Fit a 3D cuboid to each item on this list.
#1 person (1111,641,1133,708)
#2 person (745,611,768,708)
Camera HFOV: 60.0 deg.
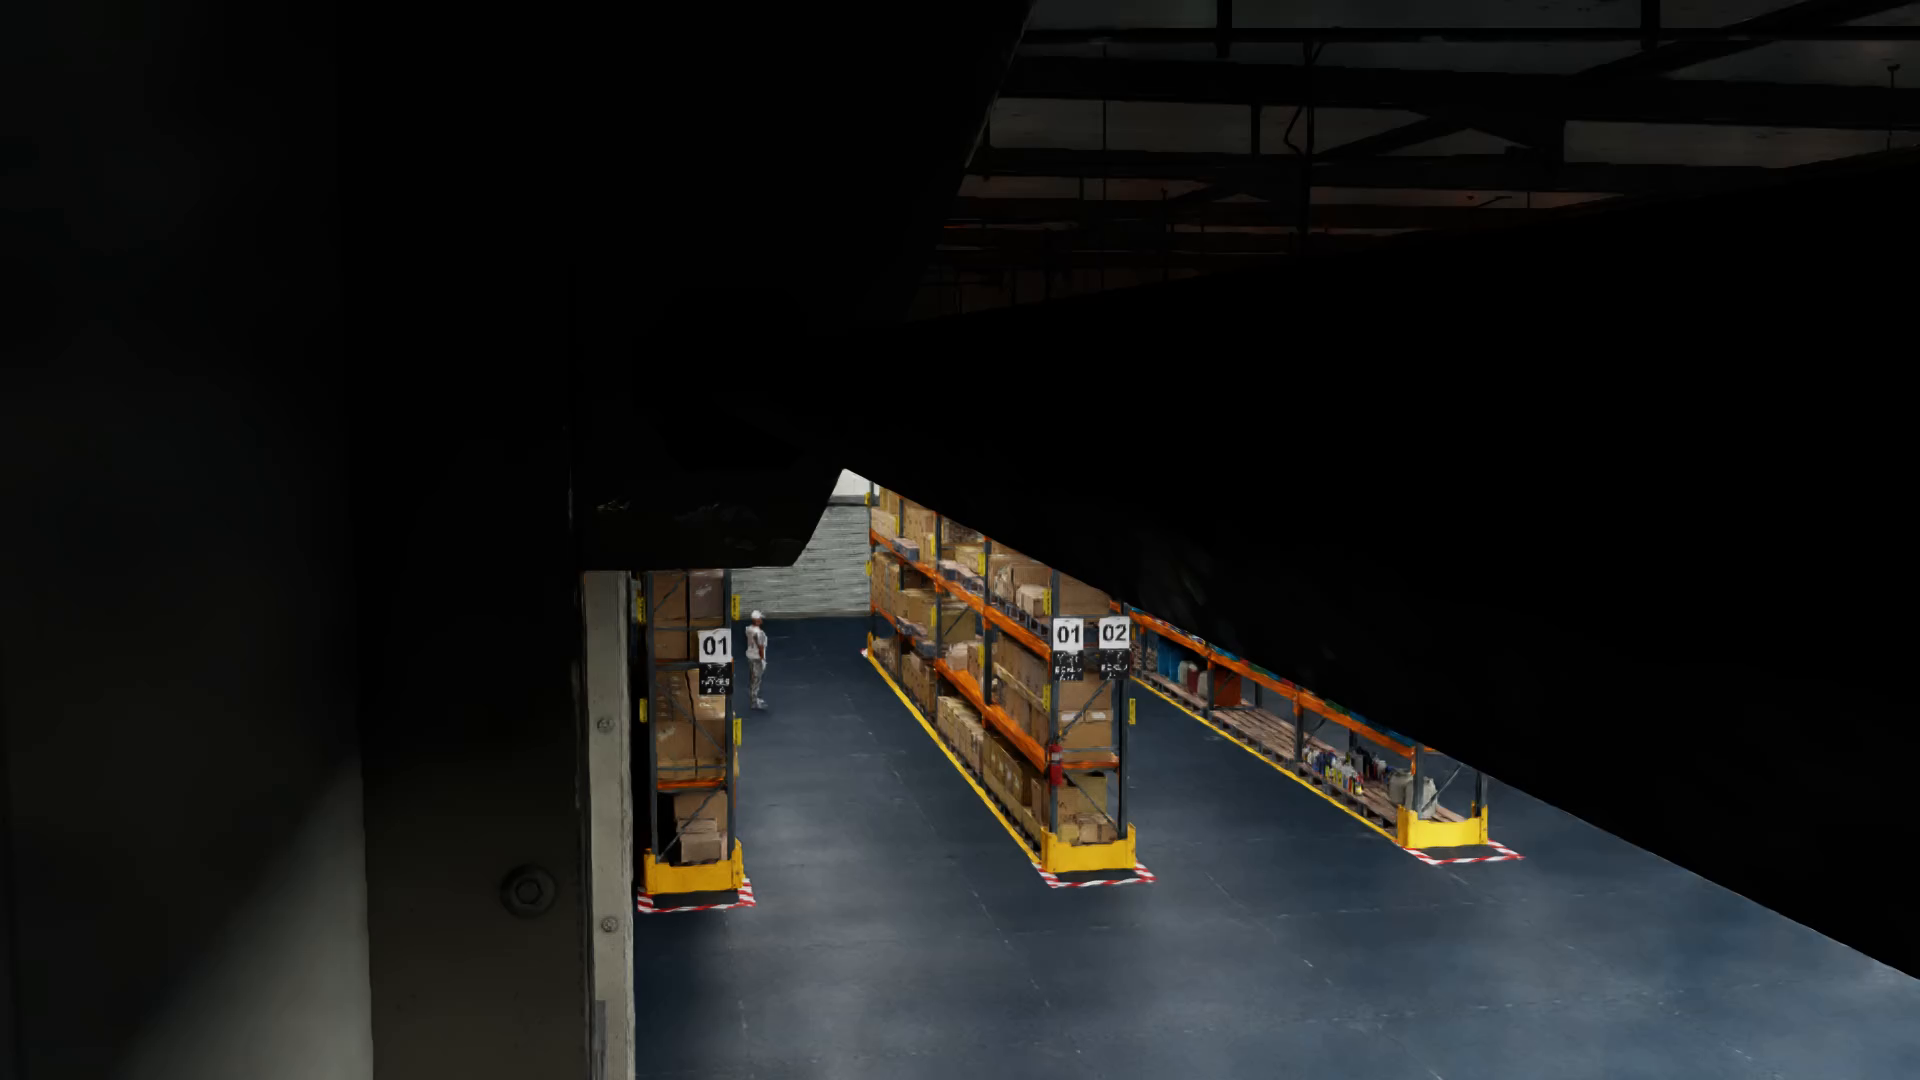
[{"bbox_3d":[2.895,2.333,30.634,0.559,1.629,0.526,-1,6,-13],"label":"person"},{"bbox_3d":[-3.774,2.195,30.936,0.407,1.786,0.668,-3,7,-28],"label":"person"}]
